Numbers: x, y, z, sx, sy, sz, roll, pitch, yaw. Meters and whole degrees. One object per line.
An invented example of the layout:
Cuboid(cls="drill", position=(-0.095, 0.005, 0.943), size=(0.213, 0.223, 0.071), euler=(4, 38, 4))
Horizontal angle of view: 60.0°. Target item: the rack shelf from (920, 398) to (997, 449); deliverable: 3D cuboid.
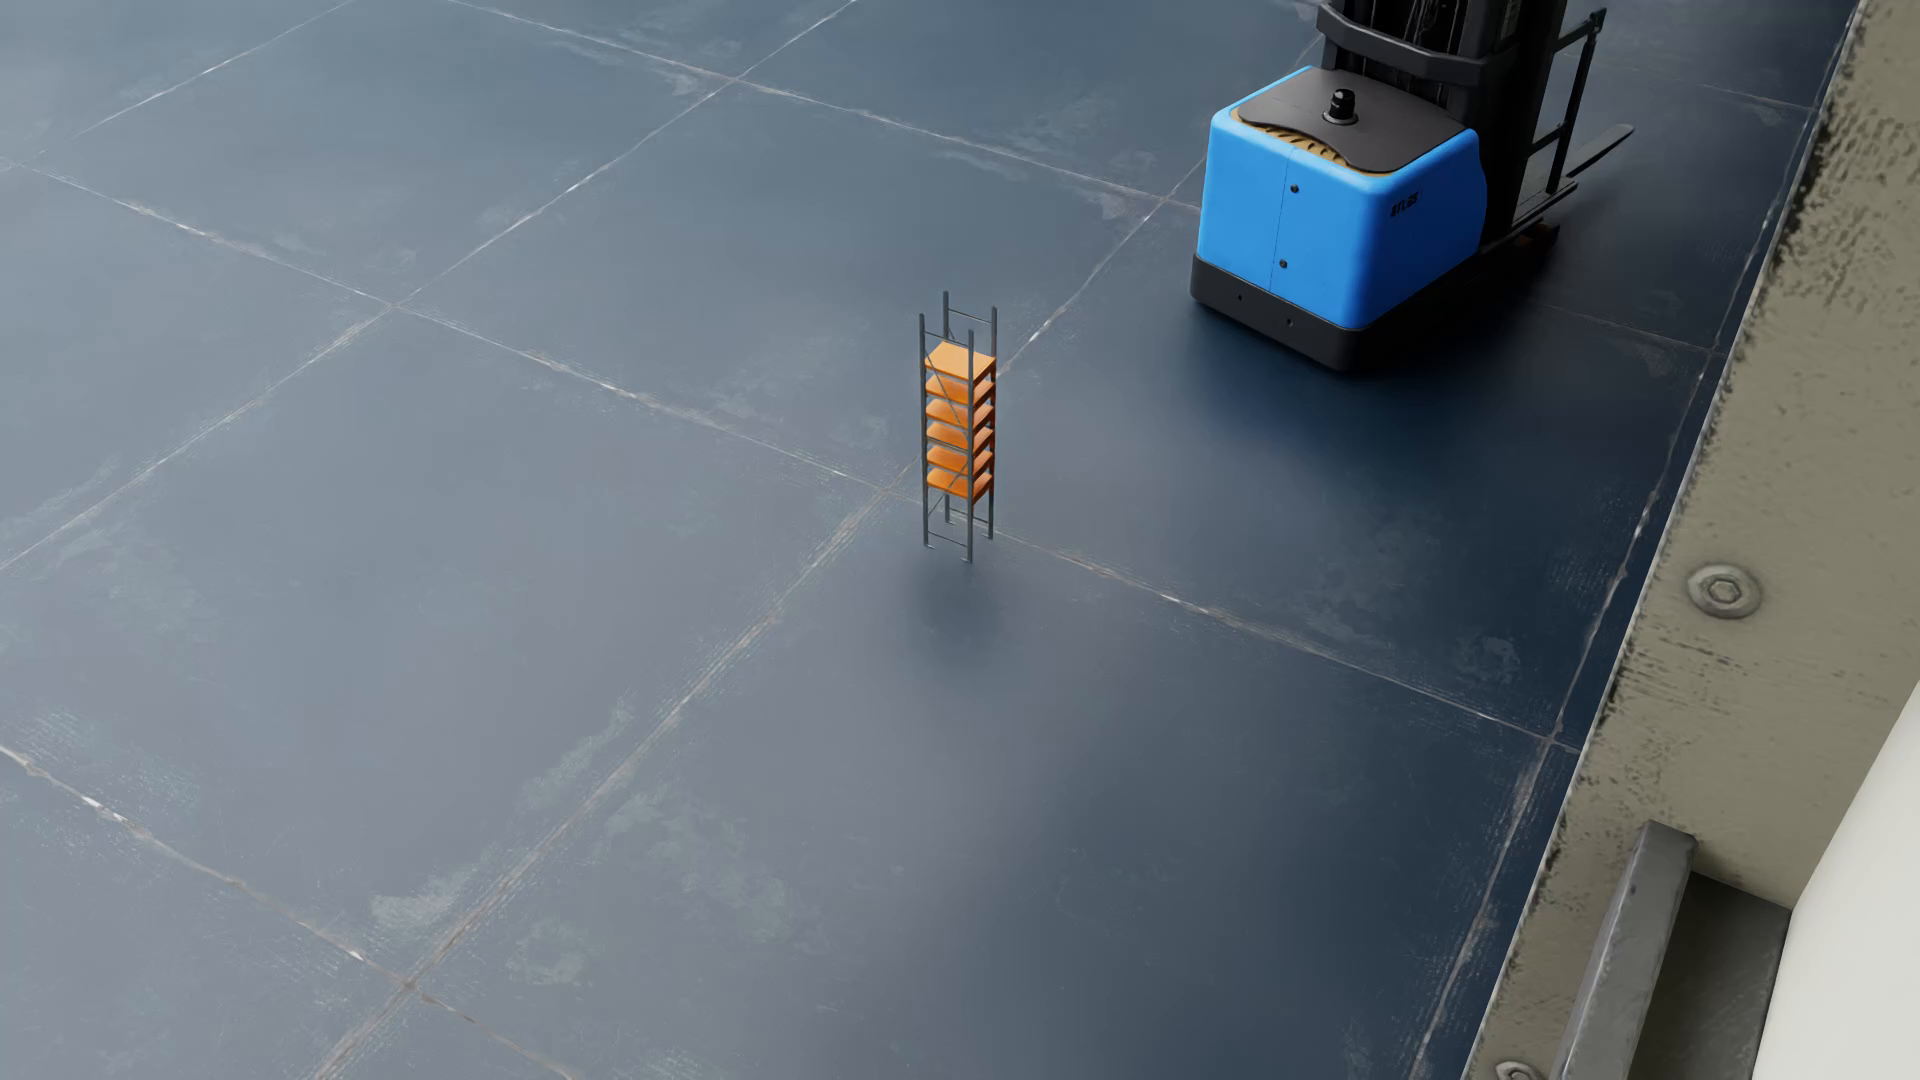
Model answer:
Cuboid(cls="rack shelf", position=(-0.007, -0.499, 6.794), size=(0.258, 0.103, 0.180), euler=(21, 45, 22))

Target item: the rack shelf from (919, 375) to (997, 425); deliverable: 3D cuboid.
Cuboid(cls="rack shelf", position=(-0.007, -0.589, 6.715), size=(0.258, 0.103, 0.180), euler=(21, 45, 22))

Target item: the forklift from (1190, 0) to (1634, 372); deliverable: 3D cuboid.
Cuboid(cls="forklift", position=(2.591, -2.781, 8.190), size=(3.031, 2.935, 1.130), euler=(-33, 51, -32))

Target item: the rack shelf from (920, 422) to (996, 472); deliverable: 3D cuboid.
Cuboid(cls="rack shelf", position=(-0.007, -0.409, 6.873), size=(0.258, 0.103, 0.180), euler=(21, 45, 22))

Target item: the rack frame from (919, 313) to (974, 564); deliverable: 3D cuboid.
Cuboid(cls="rack frame", position=(-0.053, -0.390, 6.785), size=(0.240, 1.200, 0.006), euler=(21, 45, 22))

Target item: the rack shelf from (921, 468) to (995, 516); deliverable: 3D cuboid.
Cuboid(cls="rack shelf", position=(-0.007, -0.229, 7.032), size=(0.258, 0.103, 0.180), euler=(21, 45, 22))

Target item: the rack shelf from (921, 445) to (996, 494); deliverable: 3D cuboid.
Cuboid(cls="rack shelf", position=(-0.007, -0.319, 6.953), size=(0.258, 0.103, 0.180), euler=(21, 45, 22))

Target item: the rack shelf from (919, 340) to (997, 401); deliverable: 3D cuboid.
Cuboid(cls="rack shelf", position=(-0.007, -0.679, 6.636), size=(0.258, 0.103, 0.180), euler=(21, 45, 22))

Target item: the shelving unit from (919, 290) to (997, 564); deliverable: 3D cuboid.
Cuboid(cls="shelving unit", position=(-0.007, -0.442, 6.844), size=(0.258, 1.200, 0.189), euler=(21, 45, 22))

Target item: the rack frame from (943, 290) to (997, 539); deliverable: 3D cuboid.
Cuboid(cls="rack frame", position=(0.039, -0.494, 6.904), size=(0.240, 1.200, 0.006), euler=(21, 45, 22))
